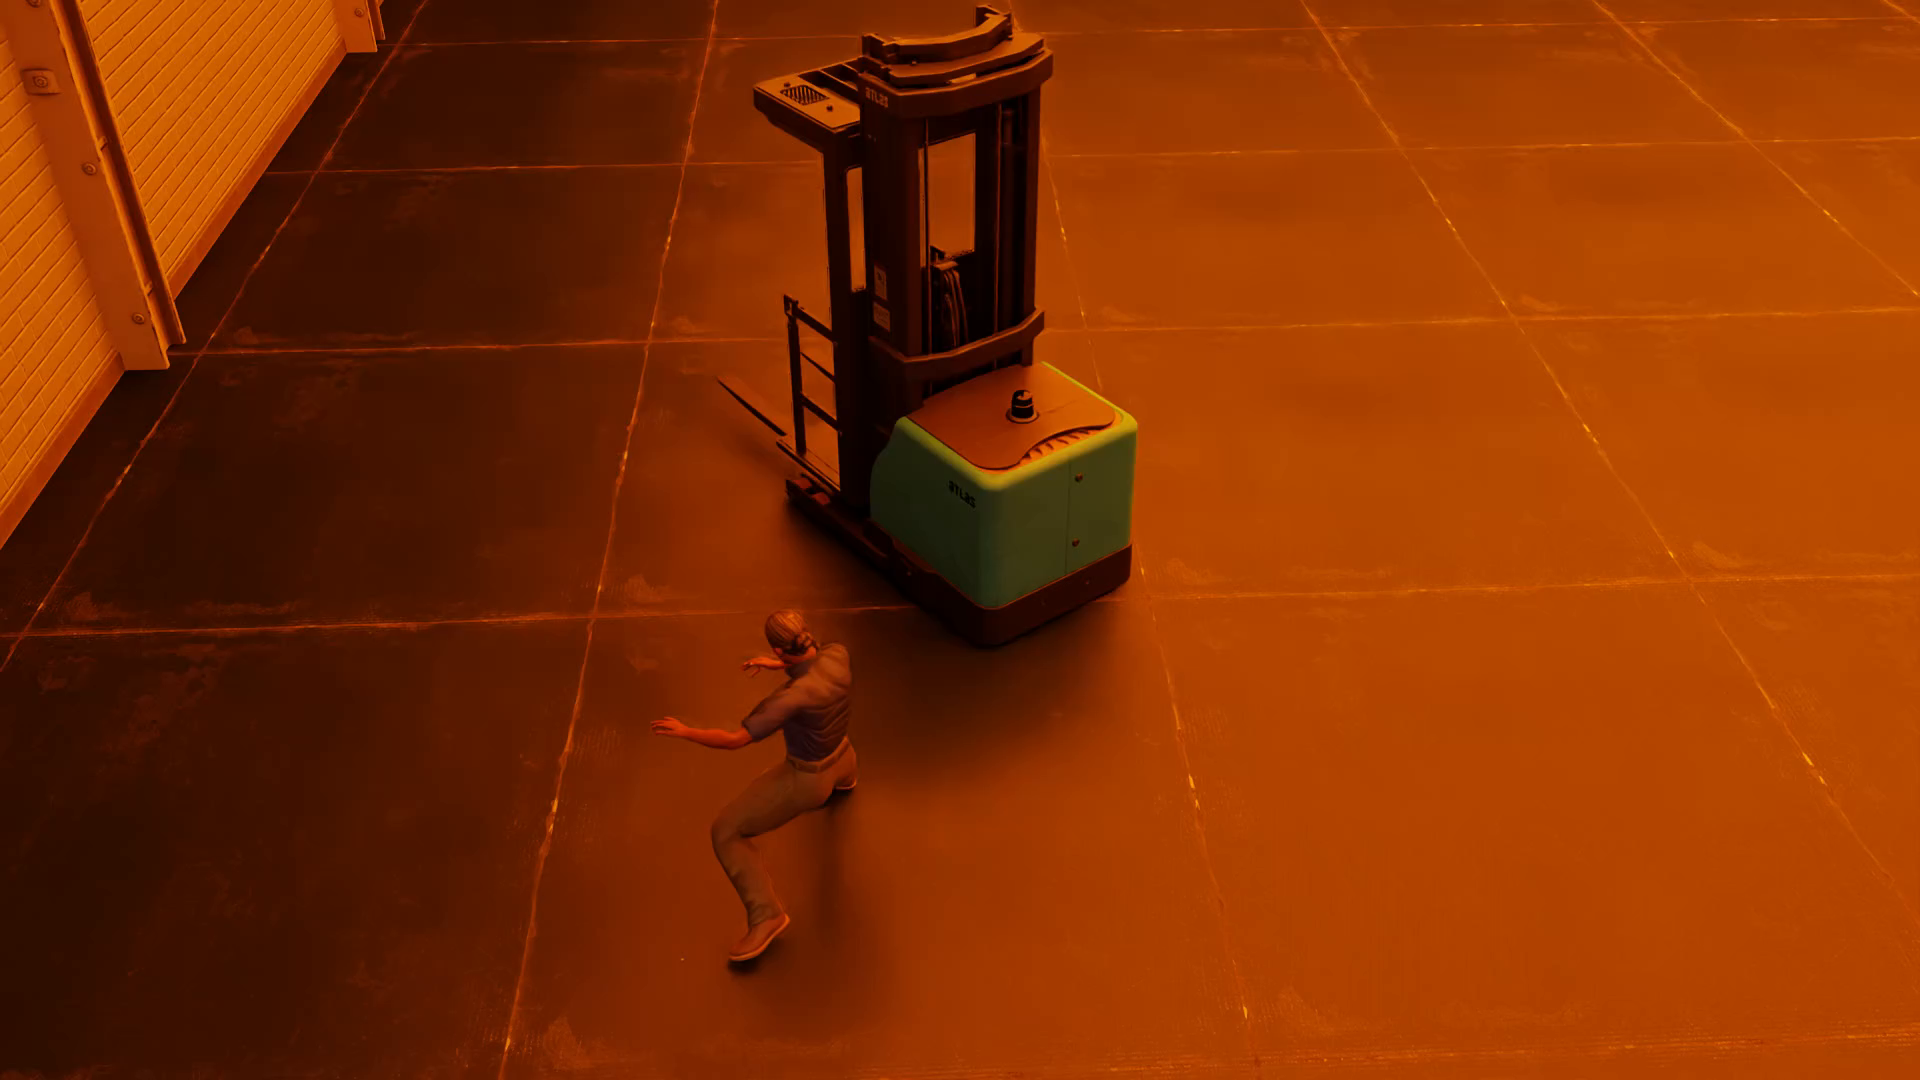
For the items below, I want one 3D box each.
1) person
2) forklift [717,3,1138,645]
[{"bbox_3d":[-0.779,0.881,7.070,0.617,1.426,1.194,21,41,26],"label":"person"},{"bbox_3d":[-0.359,-1.452,8.996,1.130,2.935,3.031,-24,42,-29],"label":"forklift"}]
